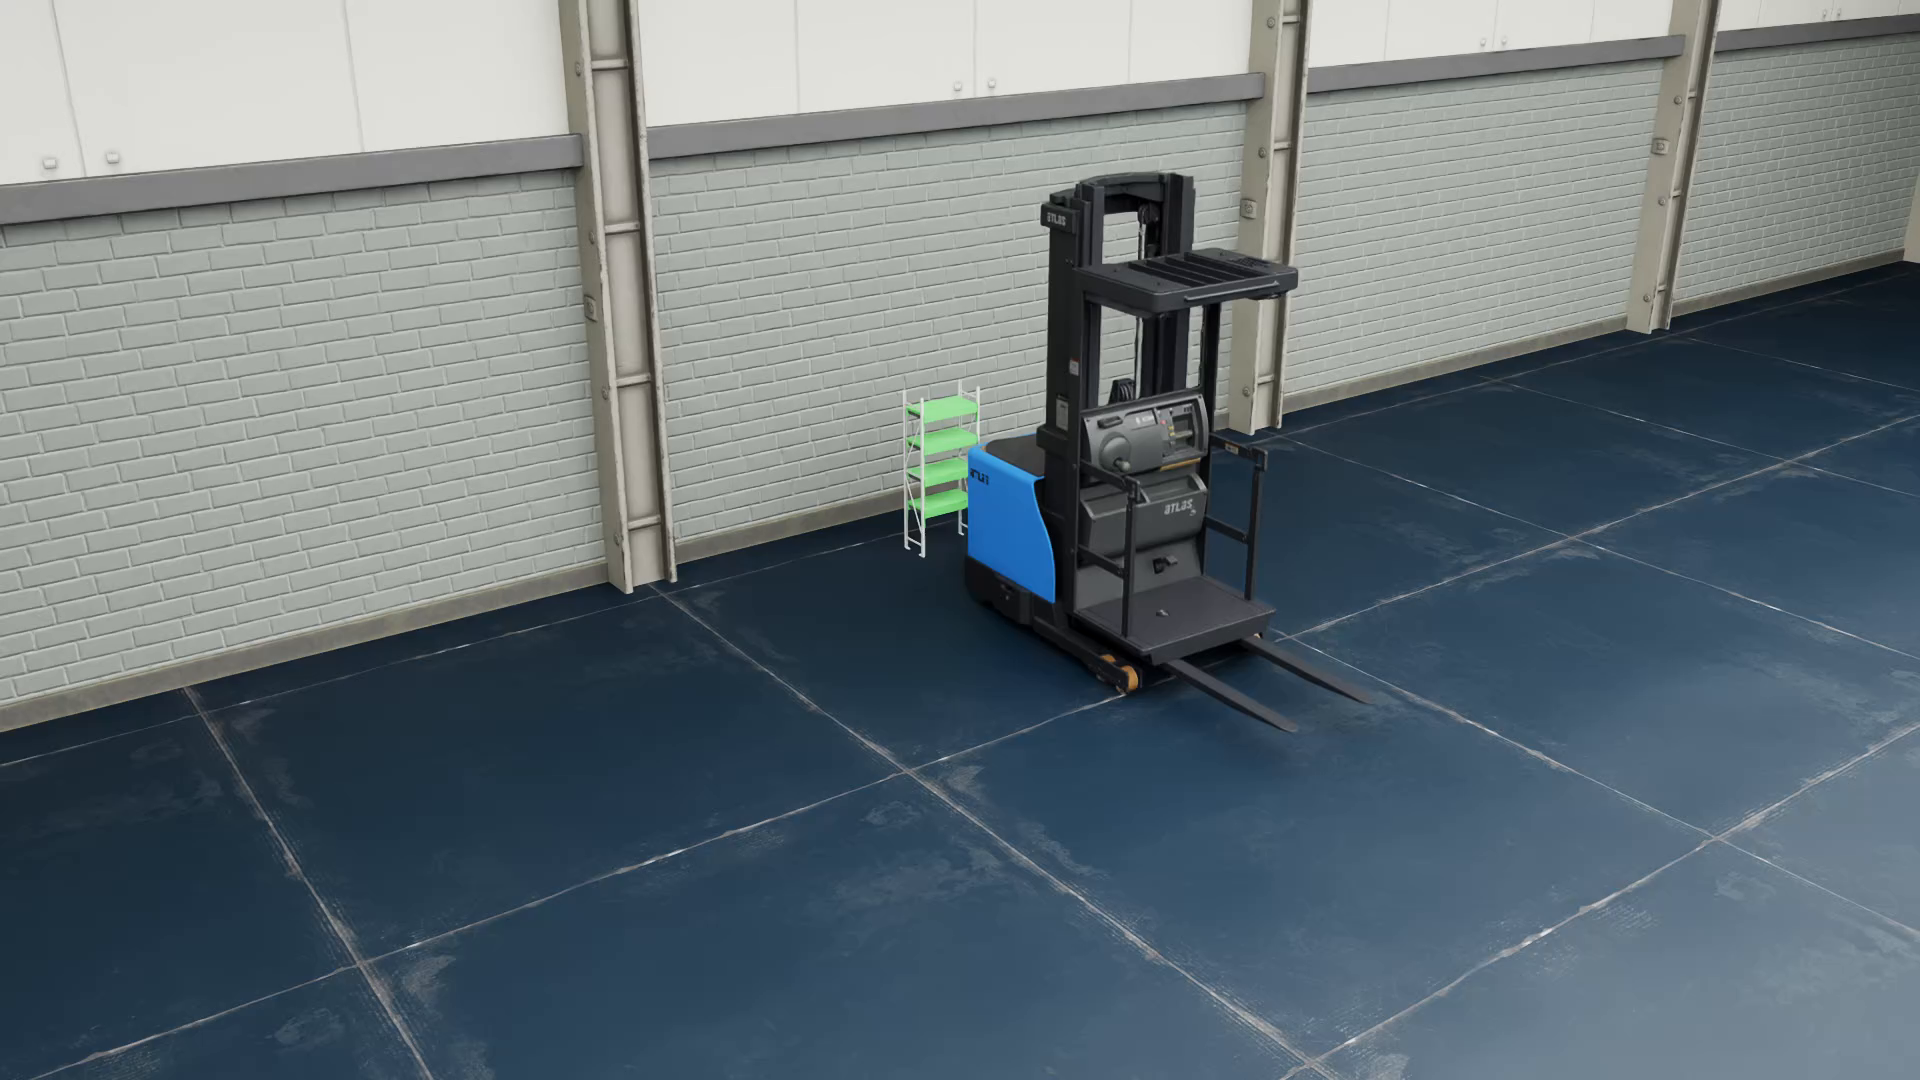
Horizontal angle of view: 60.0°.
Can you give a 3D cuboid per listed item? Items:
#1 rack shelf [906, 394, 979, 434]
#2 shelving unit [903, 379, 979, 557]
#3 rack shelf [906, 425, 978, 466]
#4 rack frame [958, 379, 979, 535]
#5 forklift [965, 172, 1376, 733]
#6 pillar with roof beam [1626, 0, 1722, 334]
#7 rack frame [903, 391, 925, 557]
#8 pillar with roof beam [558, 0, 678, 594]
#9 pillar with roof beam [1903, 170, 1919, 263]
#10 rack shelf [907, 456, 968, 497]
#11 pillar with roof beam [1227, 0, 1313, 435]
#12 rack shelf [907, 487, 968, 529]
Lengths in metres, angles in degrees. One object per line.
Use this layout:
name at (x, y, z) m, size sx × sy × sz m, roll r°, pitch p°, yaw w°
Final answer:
rack shelf at (-0.134, -0.908, 11.930) m, size 0.480 × 0.148 × 0.258 m, roll -15°, pitch 26°, yaw -33°
shelving unit at (-0.134, -0.521, 12.084) m, size 0.503 × 1.200 × 0.258 m, roll -15°, pitch 26°, yaw -33°
rack shelf at (-0.134, -0.685, 12.019) m, size 0.480 × 0.148 × 0.258 m, roll -15°, pitch 26°, yaw -33°
rack frame at (0.064, -0.574, 12.217) m, size 0.015 × 1.200 × 0.240 m, roll -15°, pitch 26°, yaw -33°
forklift at (1.266, -0.633, 10.029) m, size 1.130 × 2.935 × 3.031 m, roll -14°, pitch 26°, yaw -31°
pillar with roof beam at (10.023, -5.199, 13.282) m, size 0.400 × 9.000 × 9.100 m, roll -15°, pitch 26°, yaw -33°
rack frame at (-0.332, -0.469, 11.952) m, size 0.015 × 1.200 × 0.240 m, roll -15°, pitch 26°, yaw -33°
pillar with roof beam at (0.282, -2.601, 6.773) m, size 0.400 × 9.000 × 9.100 m, roll -15°, pitch 26°, yaw -33°
pillar with roof beam at (14.894, -6.497, 16.537) m, size 0.400 × 9.000 × 9.100 m, roll -15°, pitch 26°, yaw -33°
rack shelf at (-0.134, -0.462, 12.108) m, size 0.480 × 0.148 × 0.258 m, roll -15°, pitch 26°, yaw -33°
pillar with roof beam at (5.153, -3.900, 10.028) m, size 0.400 × 9.000 × 9.100 m, roll -15°, pitch 26°, yaw -33°
rack shelf at (-0.134, -0.239, 12.197) m, size 0.480 × 0.148 × 0.258 m, roll -15°, pitch 26°, yaw -33°
